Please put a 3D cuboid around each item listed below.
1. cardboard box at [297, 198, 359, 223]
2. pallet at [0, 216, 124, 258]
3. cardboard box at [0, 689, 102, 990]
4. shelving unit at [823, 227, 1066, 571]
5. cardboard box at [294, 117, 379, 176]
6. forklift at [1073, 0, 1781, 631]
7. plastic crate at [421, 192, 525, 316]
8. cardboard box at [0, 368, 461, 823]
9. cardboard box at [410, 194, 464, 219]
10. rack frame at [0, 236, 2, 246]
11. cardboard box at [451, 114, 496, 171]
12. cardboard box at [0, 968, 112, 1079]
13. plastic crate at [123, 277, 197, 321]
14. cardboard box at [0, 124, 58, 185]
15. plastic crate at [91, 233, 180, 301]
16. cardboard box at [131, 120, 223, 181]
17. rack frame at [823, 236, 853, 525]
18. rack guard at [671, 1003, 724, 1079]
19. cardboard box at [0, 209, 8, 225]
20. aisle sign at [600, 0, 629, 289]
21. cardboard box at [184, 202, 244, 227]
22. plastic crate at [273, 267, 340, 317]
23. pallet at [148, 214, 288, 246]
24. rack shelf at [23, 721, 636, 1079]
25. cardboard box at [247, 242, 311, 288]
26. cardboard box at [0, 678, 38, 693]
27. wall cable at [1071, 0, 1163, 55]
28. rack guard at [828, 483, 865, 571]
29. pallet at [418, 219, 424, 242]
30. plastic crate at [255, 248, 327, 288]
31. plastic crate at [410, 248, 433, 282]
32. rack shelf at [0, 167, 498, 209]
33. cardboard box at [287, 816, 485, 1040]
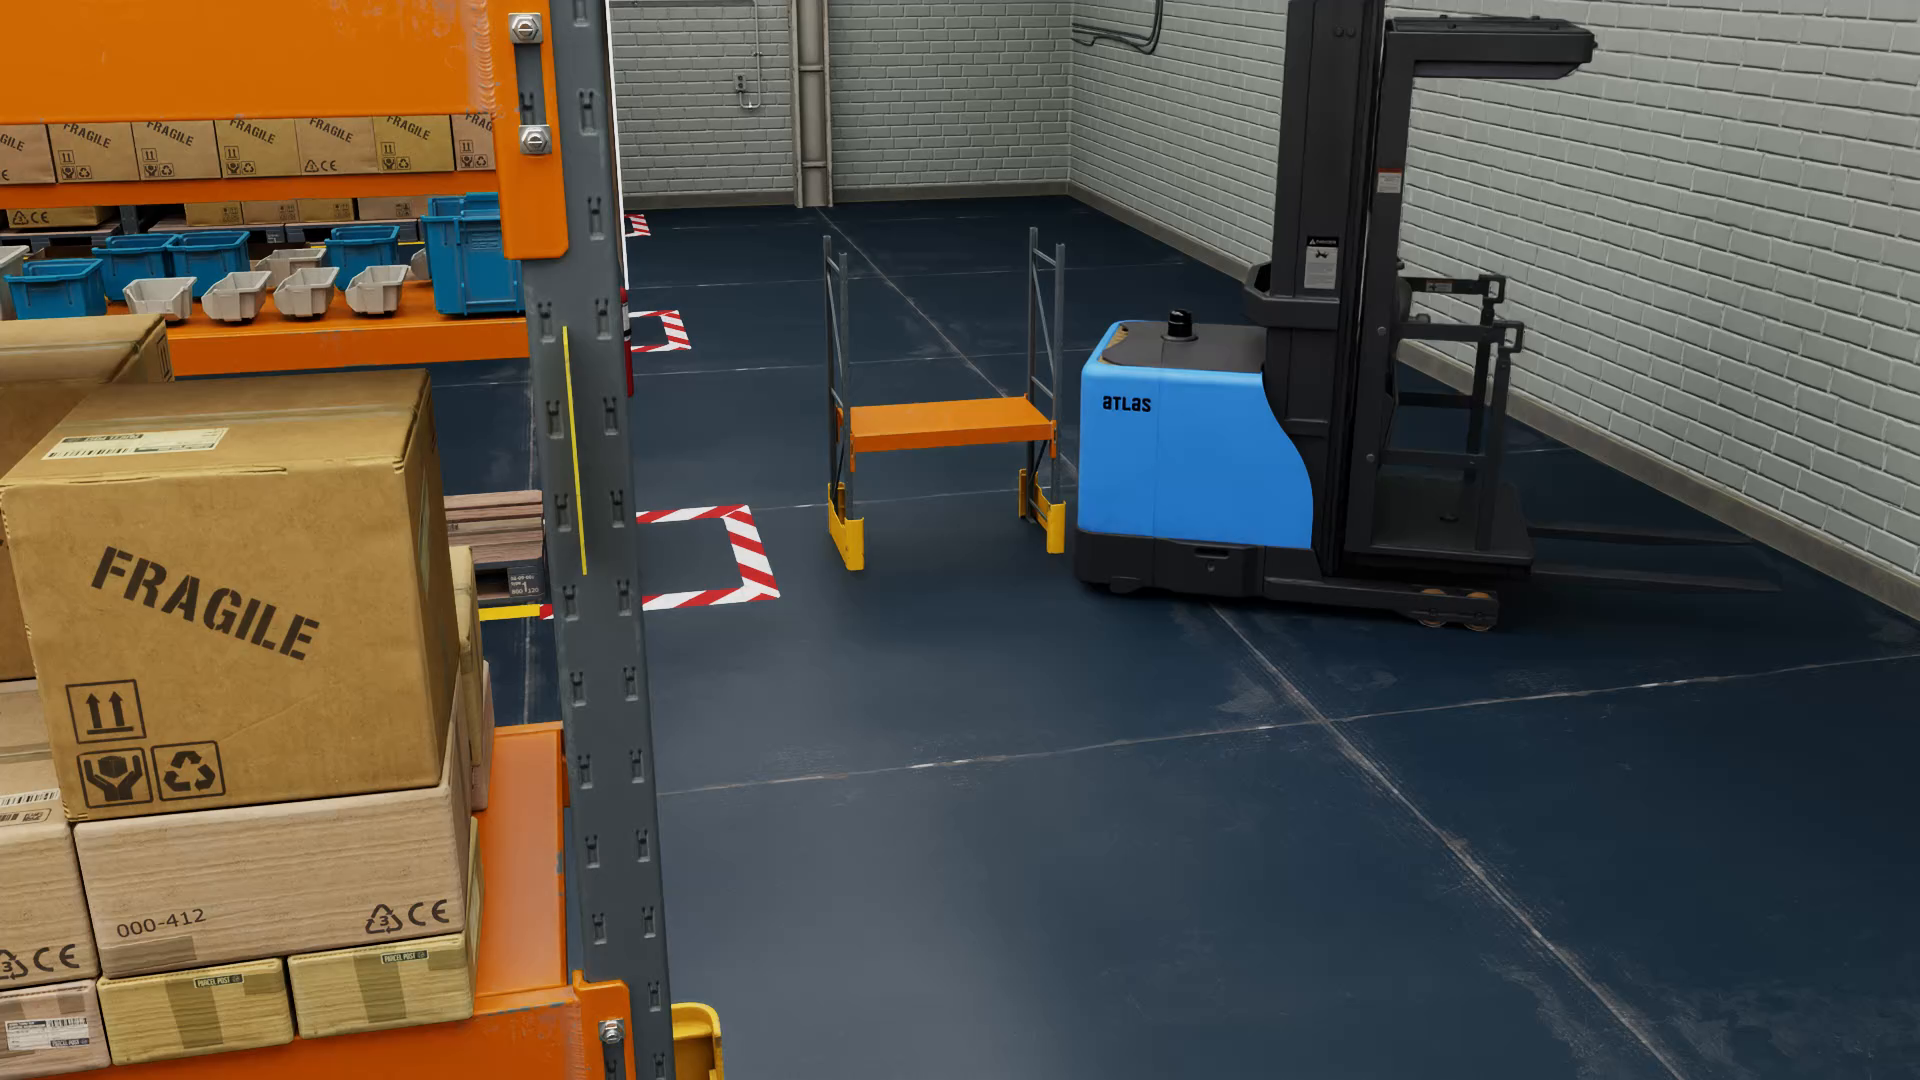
[{"bbox_3d":[-6.204,-3.432,16.346,0.500,0.500,0.700,-4,21,-11],"label":"cardboard box"},{"bbox_3d":[-8.679,-2.909,15.950,1.213,0.211,1.003,-5,21,-12],"label":"pallet"},{"bbox_3d":[-1.537,0.450,2.510,0.500,0.250,0.500,-5,21,-13],"label":"cardboard box"},{"bbox_3d":[-0.074,-0.698,8.040,1.083,1.500,0.587,-5,21,-12],"label":"shelving unit"},{"bbox_3d":[-4.273,-2.804,11.464,0.500,0.500,0.500,-4,21,-12],"label":"cardboard box"},{"bbox_3d":[2.097,-1.181,7.276,3.031,2.935,1.130,5,21,12],"label":"forklift"},{"bbox_3d":[-2.056,-1.261,7.258,0.499,0.435,0.616,-5,21,-12],"label":"plastic crate"},{"bbox_3d":[-1.047,0.058,2.492,0.500,0.500,0.500,-4,21,-12],"label":"cardboard box"},{"bbox_3d":[-5.198,-3.517,16.577,0.500,0.500,0.700,-5,21,-13],"label":"cardboard box"},{"bbox_3d":[-6.802,-2.647,11.180,0.127,3.000,1.000,-5,21,-12],"label":"rack frame"},{"bbox_3d":[-3.282,-2.884,11.682,0.500,0.500,0.500,-4,20,-11],"label":"cardboard box"},{"bbox_3d":[-1.402,0.650,2.546,0.250,0.149,0.380,-5,21,-12],"label":"cardboard box"},{"bbox_3d":[-3.359,-1.007,6.998,0.250,0.136,0.298,-5,21,-12],"label":"plastic crate"},{"bbox_3d":[-6.243,-2.643,11.024,0.500,0.500,0.500,-4,21,-11],"label":"cardboard box"},{"bbox_3d":[-3.662,-1.218,7.434,0.300,0.233,0.416,-5,21,-12],"label":"plastic crate"},{"bbox_3d":[-5.258,-2.724,11.244,0.500,0.500,0.500,-5,21,-13],"label":"cardboard box"},{"bbox_3d":[-0.578,-0.657,7.928,0.032,1.500,0.500,-5,21,-12],"label":"rack frame"},{"bbox_3d":[-0.610,1.524,3.427,0.348,0.500,1.175,-5,21,-12],"label":"rack guard"},{"bbox_3d":[-9.412,-3.327,15.549,0.750,0.750,0.750,-4,20,-11],"label":"cardboard box"},{"bbox_3d":[-0.494,-0.773,2.286,0.004,0.787,0.394,-5,21,-12],"label":"aisle sign"},{"bbox_3d":[-7.194,-3.353,16.132,0.500,0.500,0.700,-4,21,-12],"label":"cardboard box"},{"bbox_3d":[-2.810,-1.067,7.161,0.243,0.136,0.396,-5,21,-12],"label":"plastic crate"},{"bbox_3d":[-7.187,-3.030,16.278,1.213,0.211,1.003,-5,21,-12],"label":"pallet"},{"bbox_3d":[-2.579,0.849,2.683,4.000,0.370,1.077,-5,21,-12],"label":"rack shelf"},{"bbox_3d":[-4.974,-1.832,11.945,0.637,0.503,0.797,-5,21,-12],"label":"cardboard box"},{"bbox_3d":[-1.667,0.274,2.991,0.500,0.250,0.500,-5,21,-13],"label":"cardboard box"},{"bbox_3d":[1.534,-6.309,16.968,0.112,2.526,3.097,-5,21,-12],"label":"wall cable"},{"bbox_3d":[-0.559,-0.072,8.148,0.087,0.250,0.587,-5,21,-12],"label":"rack guard"},{"bbox_3d":[-4.813,-3.223,16.806,1.213,0.211,1.003,-5,21,-12],"label":"pallet"},{"bbox_3d":[-3.080,-1.249,7.660,0.298,0.136,0.250,-5,21,-12],"label":"plastic crate"},{"bbox_3d":[-2.420,-1.303,7.806,0.298,0.136,0.250,-5,21,-12],"label":"plastic crate"},{"bbox_3d":[-4.855,-2.468,11.736,4.000,0.370,1.077,-5,21,-12],"label":"rack shelf"},{"bbox_3d":[-0.904,0.609,2.657,0.250,0.149,0.380,-4,21,-11],"label":"cardboard box"}]
